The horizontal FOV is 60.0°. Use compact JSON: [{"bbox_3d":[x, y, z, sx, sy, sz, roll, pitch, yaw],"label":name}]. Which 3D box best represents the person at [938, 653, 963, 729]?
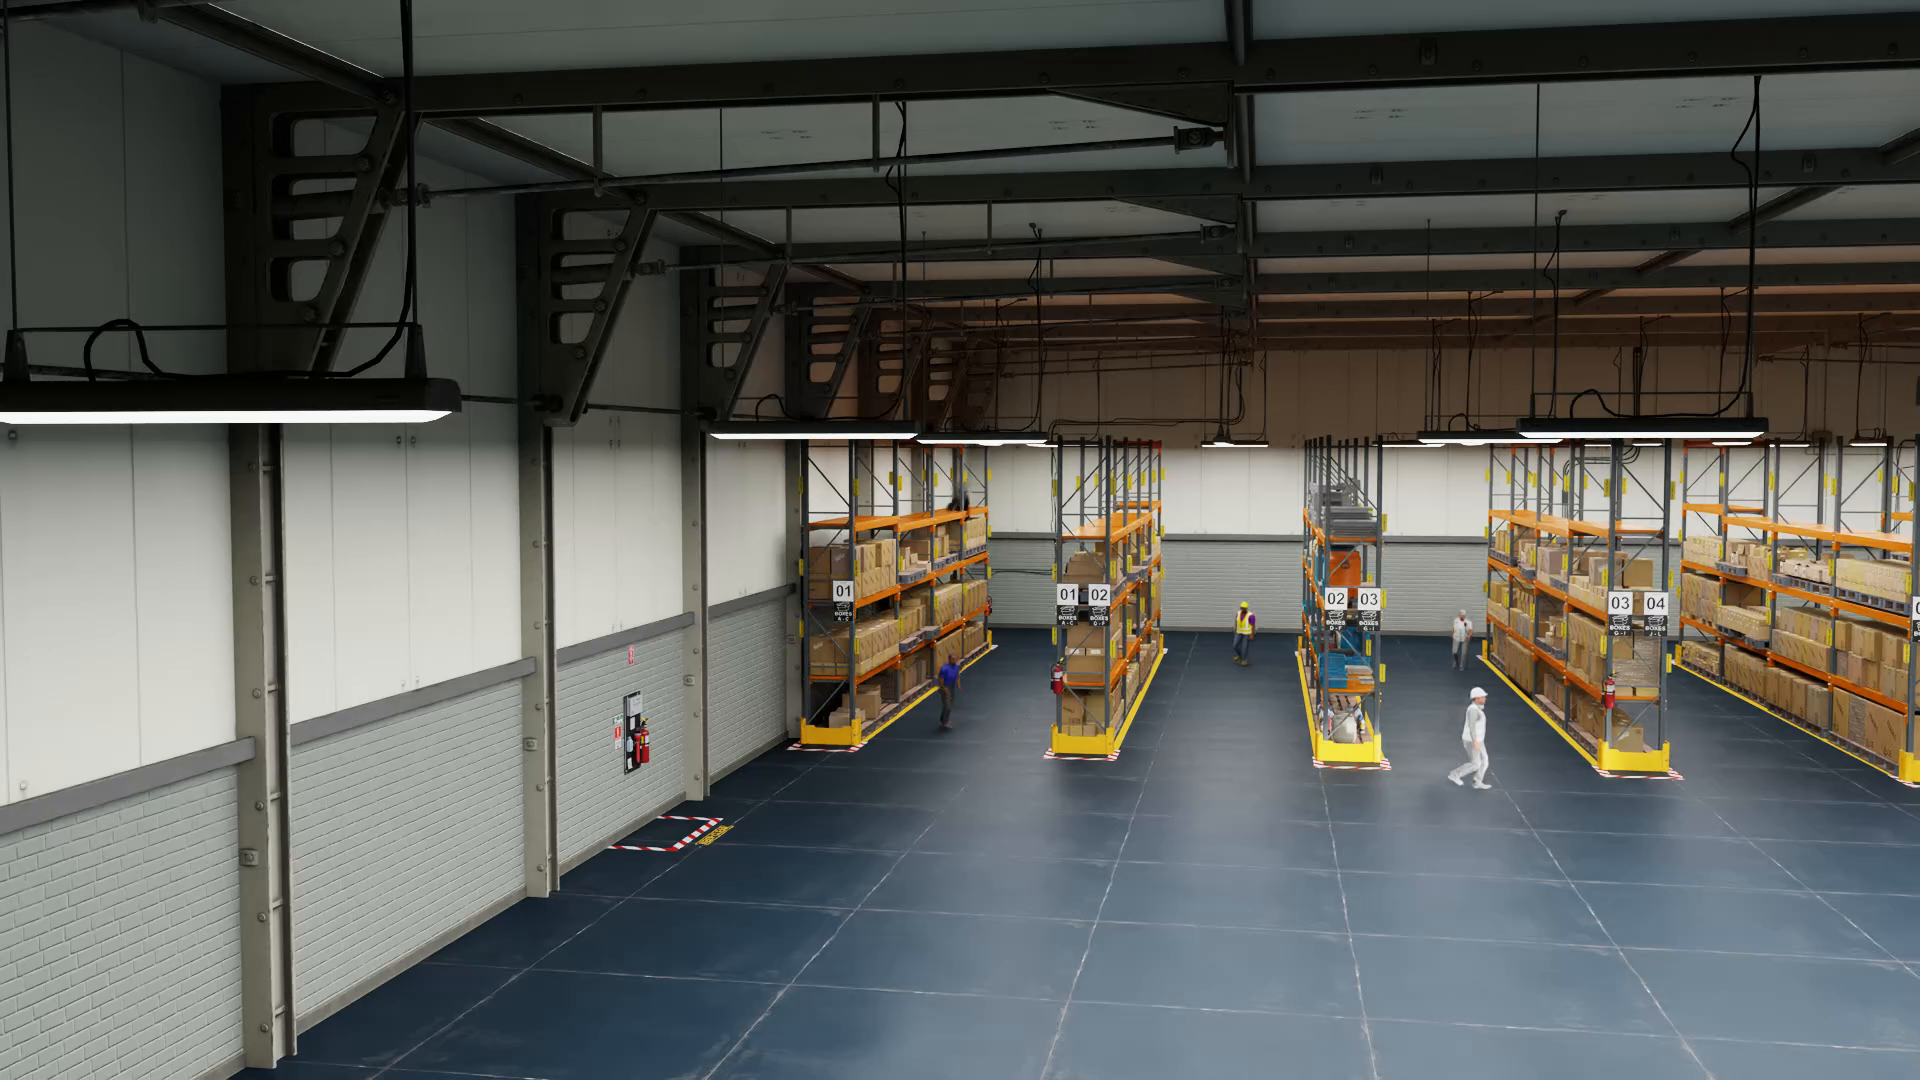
[{"bbox_3d":[-0.265,3.090,34.252,0.603,1.596,0.731,-3,4,-44],"label":"person"}]

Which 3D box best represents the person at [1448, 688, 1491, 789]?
[{"bbox_3d":[8.616,3.350,28.070,0.687,1.731,0.577,1,3,25],"label":"person"}]

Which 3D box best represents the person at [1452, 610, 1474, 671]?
[{"bbox_3d":[12.953,2.593,42.908,0.597,1.616,0.756,1,3,24],"label":"person"}]

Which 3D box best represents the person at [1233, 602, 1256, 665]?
[{"bbox_3d":[7.538,2.477,44.205,0.719,1.718,0.609,2,4,35],"label":"person"}]
